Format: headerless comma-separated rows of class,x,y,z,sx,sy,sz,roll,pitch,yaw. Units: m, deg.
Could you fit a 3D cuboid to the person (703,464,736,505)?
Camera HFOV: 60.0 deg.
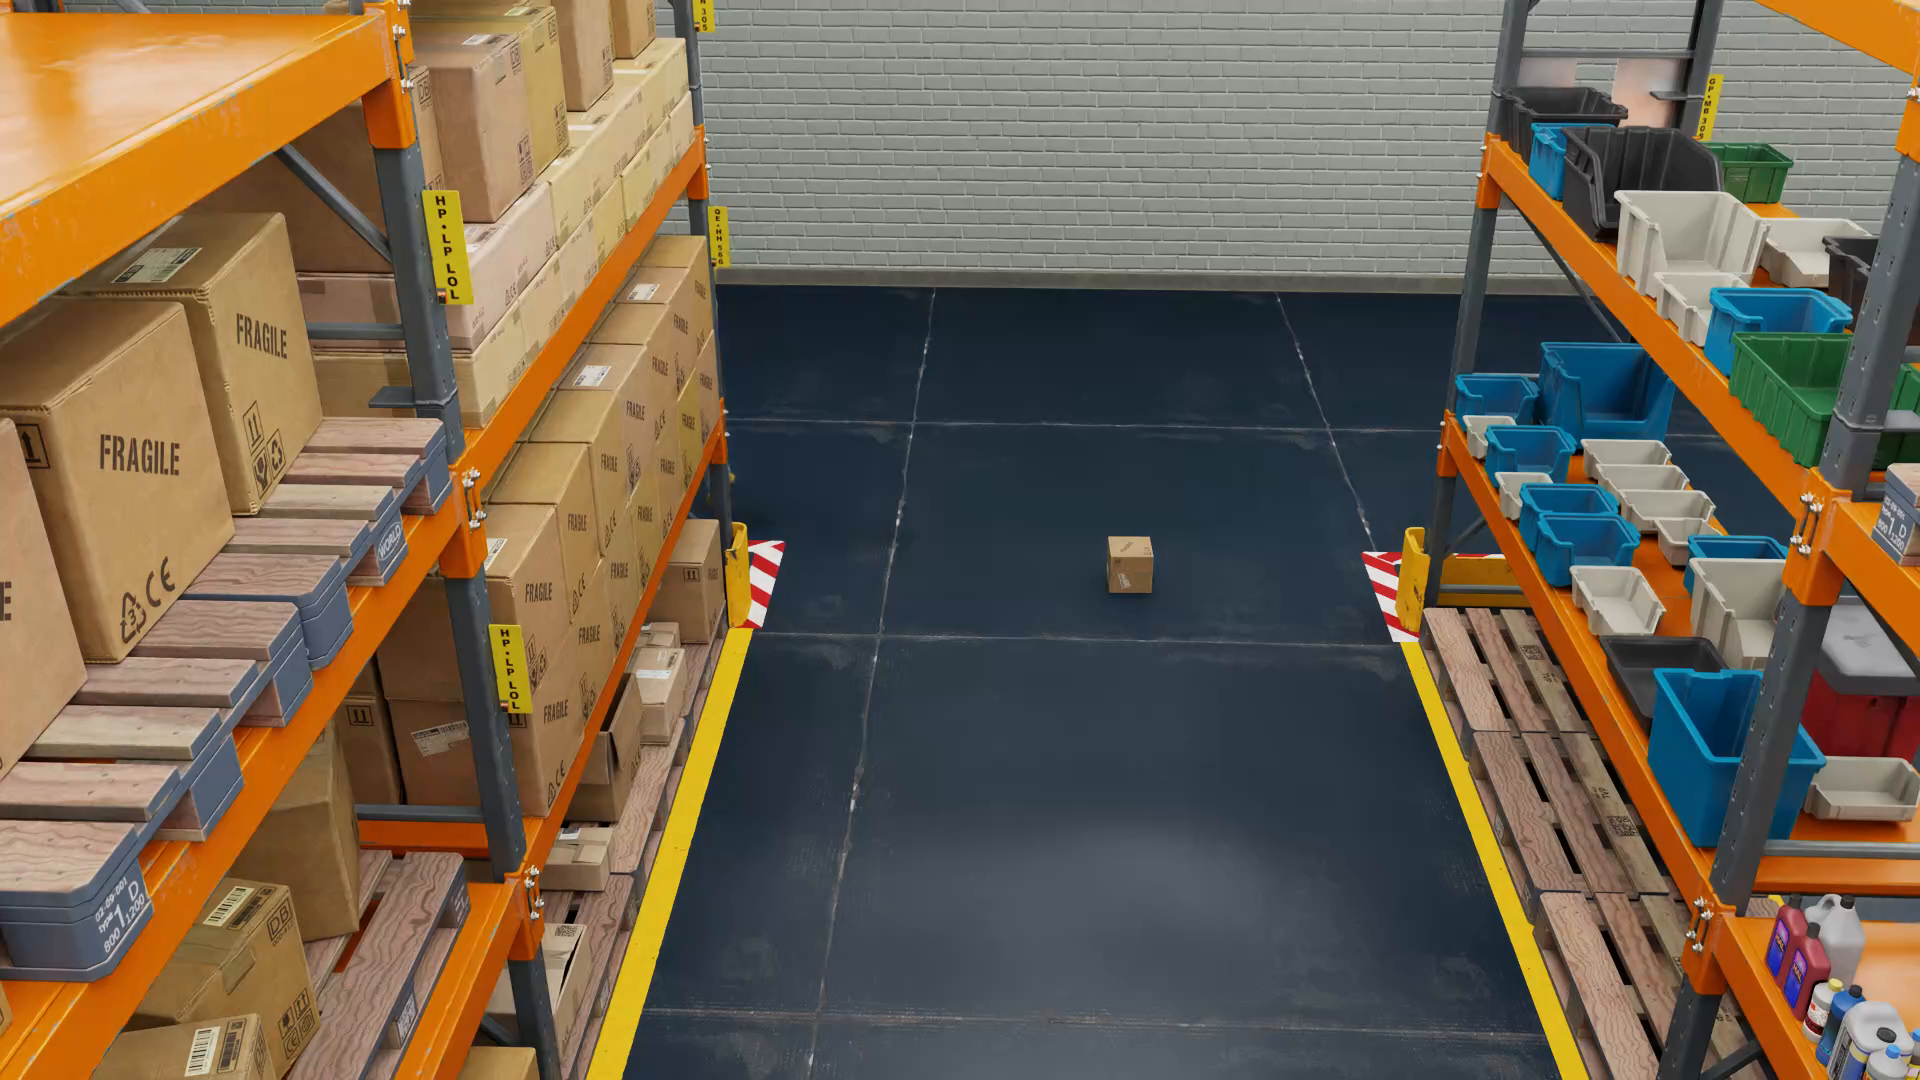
person,0.275,2.782,3.302,8.535,1.745,15.404,6,28,12
